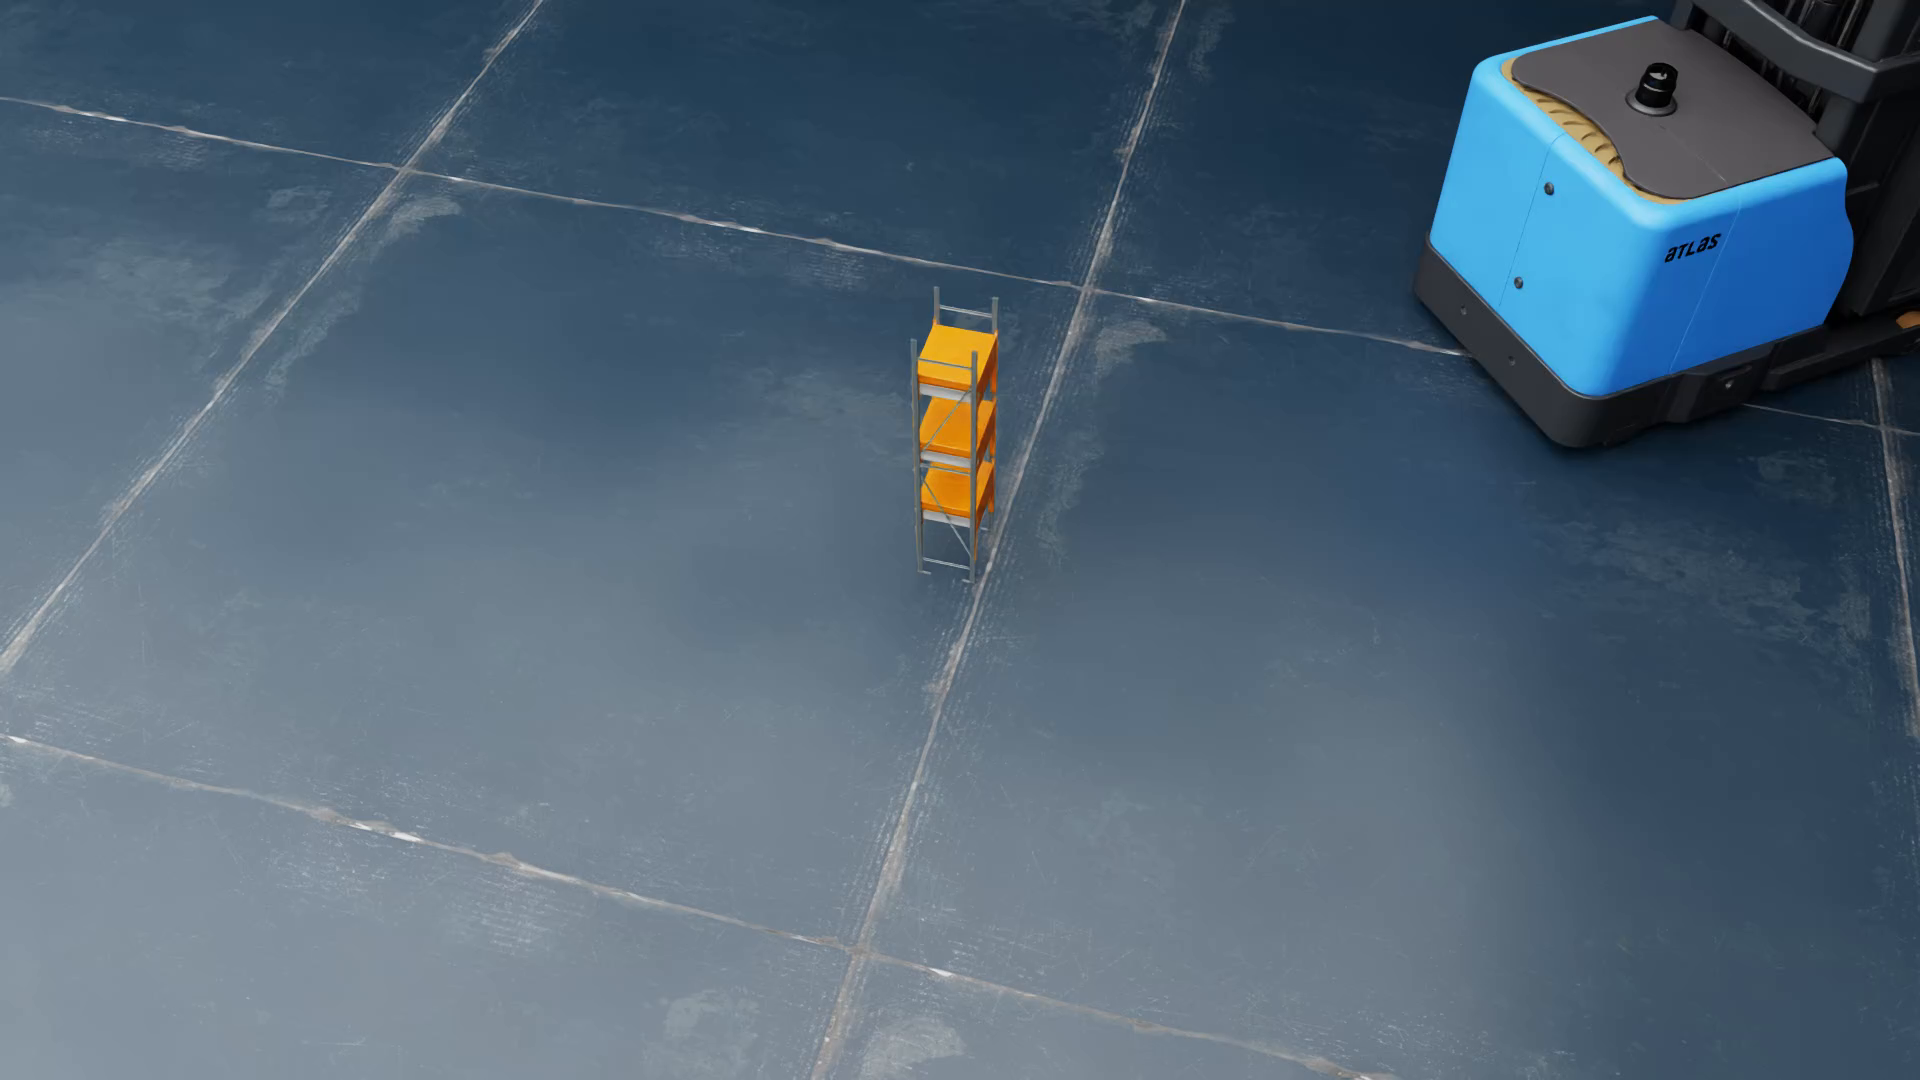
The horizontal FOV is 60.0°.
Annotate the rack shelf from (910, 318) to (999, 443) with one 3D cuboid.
[{"bbox_3d":[-0.014,-0.489,5.117,0.215,0.259,0.240,12,50,10],"label":"rack shelf"}]

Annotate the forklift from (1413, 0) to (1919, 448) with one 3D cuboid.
[{"bbox_3d":[3.344,-2.031,5.587,3.031,2.935,1.130,-18,51,-15],"label":"forklift"}]

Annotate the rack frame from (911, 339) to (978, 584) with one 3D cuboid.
[{"bbox_3d":[-0.046,-0.220,5.244,0.200,1.050,0.008,12,50,10],"label":"rack frame"}]

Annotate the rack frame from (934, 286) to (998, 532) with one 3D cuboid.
[{"bbox_3d":[0.018,-0.397,5.400,0.200,1.050,0.008,12,50,10],"label":"rack frame"}]

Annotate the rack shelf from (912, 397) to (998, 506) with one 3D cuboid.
[{"bbox_3d":[-0.014,-0.302,5.330,0.215,0.259,0.240,12,50,10],"label":"rack shelf"}]

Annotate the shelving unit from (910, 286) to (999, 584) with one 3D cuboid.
[{"bbox_3d":[-0.014,-0.309,5.322,0.215,1.050,0.252,12,50,10],"label":"shelving unit"}]

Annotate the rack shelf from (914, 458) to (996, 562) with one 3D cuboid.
[{"bbox_3d":[-0.014,-0.118,5.539,0.215,0.259,0.240,12,50,10],"label":"rack shelf"}]
